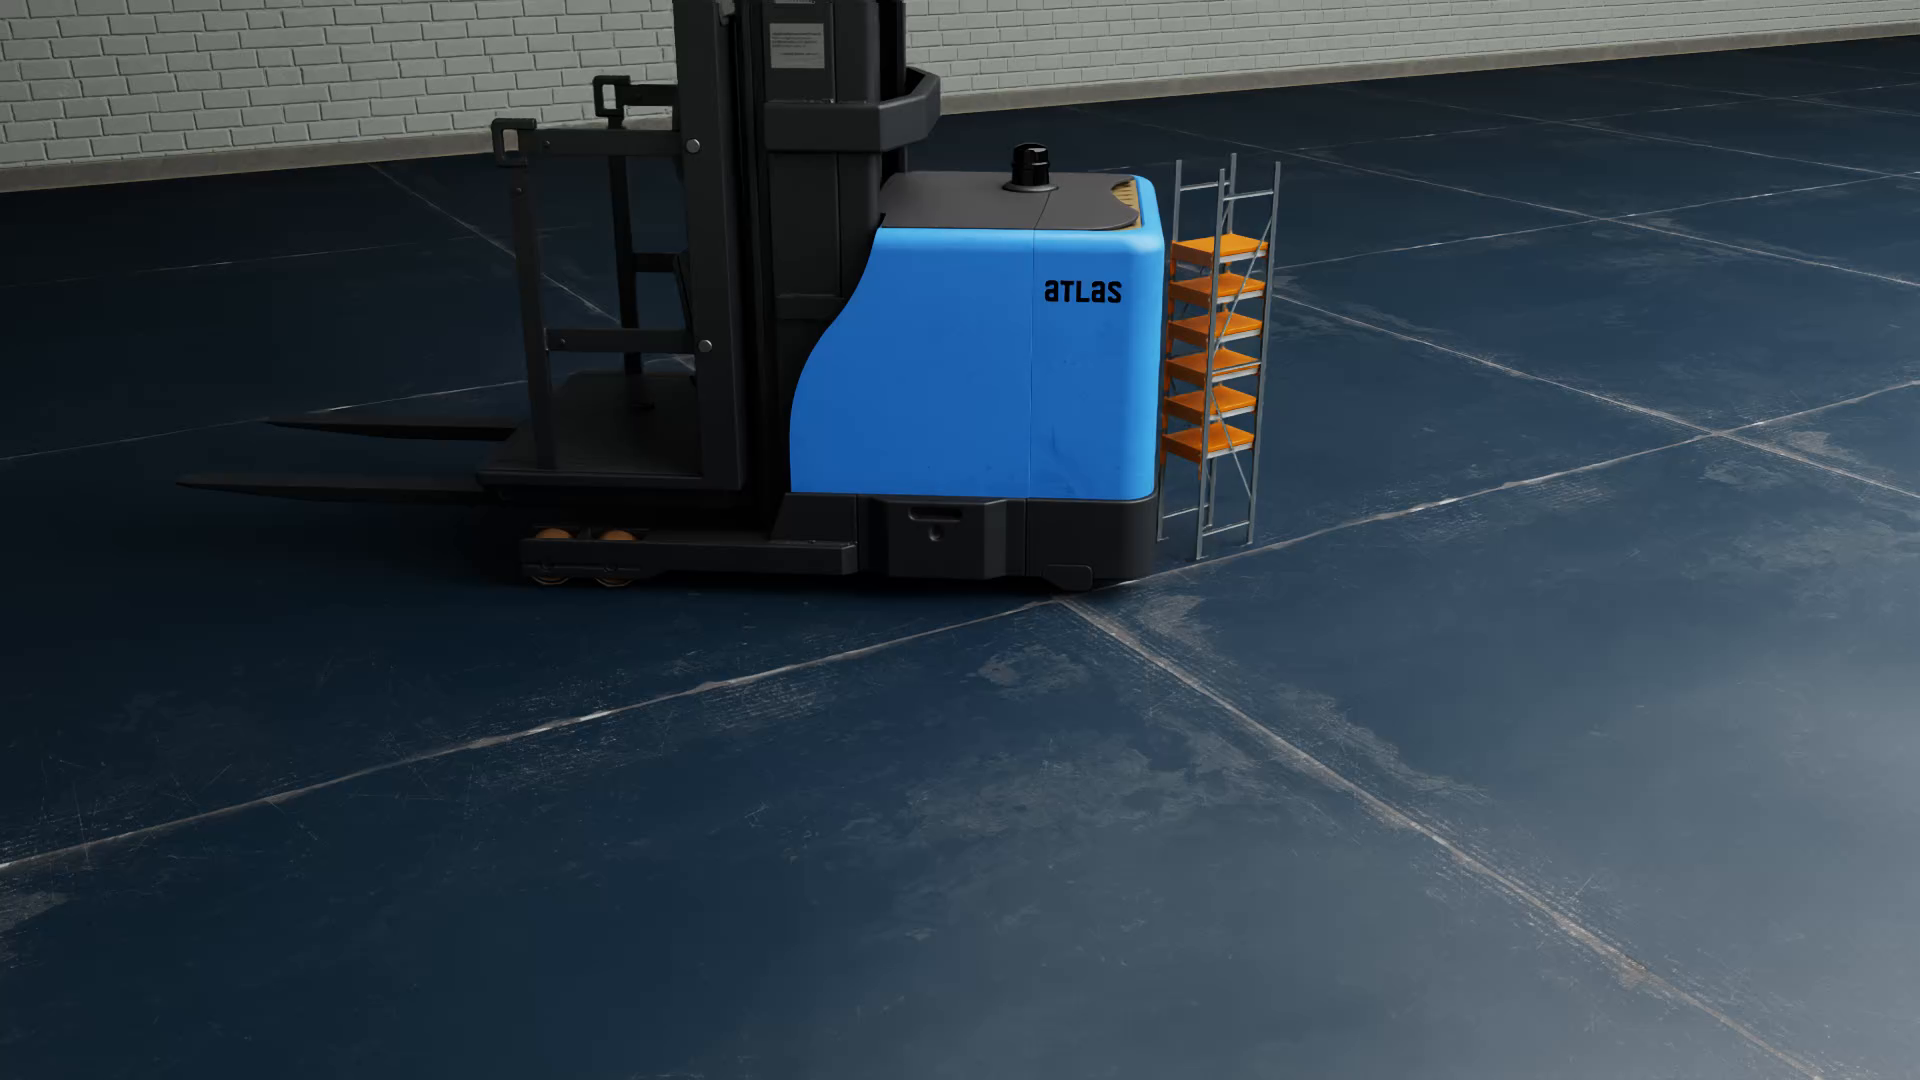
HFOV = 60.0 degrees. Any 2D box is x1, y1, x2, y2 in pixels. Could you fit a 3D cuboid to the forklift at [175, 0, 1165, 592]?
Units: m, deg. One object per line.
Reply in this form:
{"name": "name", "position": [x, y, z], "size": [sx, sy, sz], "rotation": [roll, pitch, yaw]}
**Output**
{"name": "forklift", "position": [-0.904, -1.413, 4.895], "size": [3.031, 2.935, 1.130], "rotation": [2, 22, 4]}

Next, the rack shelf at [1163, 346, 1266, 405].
{"name": "rack shelf", "position": [0.776, -0.503, 5.073], "size": [0.258, 0.103, 0.180], "rotation": [-15, 26, -32]}

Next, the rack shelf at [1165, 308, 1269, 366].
{"name": "rack shelf", "position": [0.776, -0.615, 5.028], "size": [0.258, 0.103, 0.180], "rotation": [-15, 26, -32]}

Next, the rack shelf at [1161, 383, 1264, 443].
{"name": "rack shelf", "position": [0.776, -0.392, 5.118], "size": [0.258, 0.103, 0.180], "rotation": [-15, 26, -32]}

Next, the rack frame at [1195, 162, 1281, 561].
{"name": "rack frame", "position": [0.829, -0.516, 4.987], "size": [0.240, 1.200, 0.006], "rotation": [-15, 26, -32]}

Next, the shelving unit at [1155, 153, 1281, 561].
{"name": "shelving unit", "position": [0.776, -0.545, 5.056], "size": [0.258, 1.200, 0.189], "rotation": [-15, 26, -32]}

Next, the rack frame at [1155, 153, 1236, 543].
{"name": "rack frame", "position": [0.724, -0.573, 5.126], "size": [0.240, 1.200, 0.006], "rotation": [-15, 26, -32]}

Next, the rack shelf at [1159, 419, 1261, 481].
{"name": "rack shelf", "position": [0.775, -0.281, 5.163], "size": [0.258, 0.103, 0.180], "rotation": [-15, 26, -32]}

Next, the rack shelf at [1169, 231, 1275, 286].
{"name": "rack shelf", "position": [0.777, -0.837, 4.938], "size": [0.258, 0.103, 0.180], "rotation": [-15, 26, -32]}

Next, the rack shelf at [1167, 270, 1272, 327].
{"name": "rack shelf", "position": [0.777, -0.726, 4.983], "size": [0.258, 0.103, 0.180], "rotation": [-15, 26, -32]}
